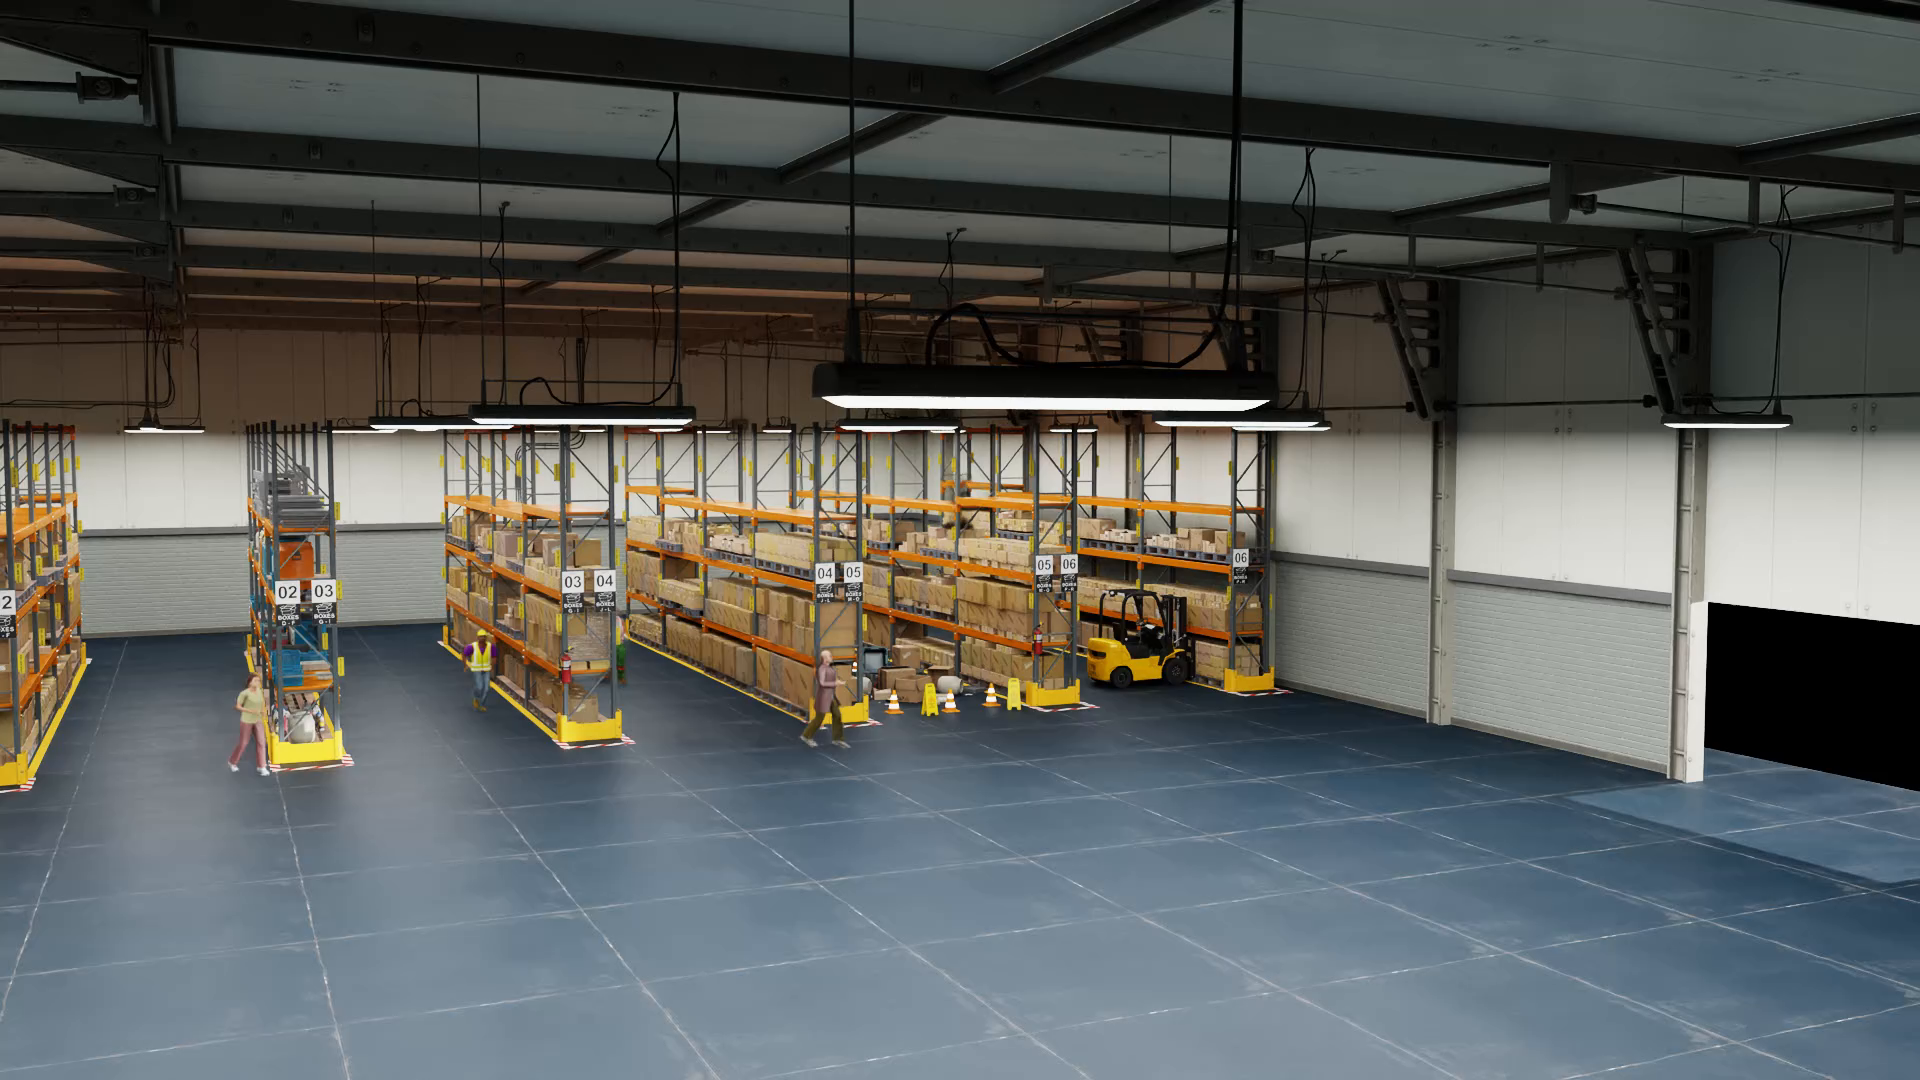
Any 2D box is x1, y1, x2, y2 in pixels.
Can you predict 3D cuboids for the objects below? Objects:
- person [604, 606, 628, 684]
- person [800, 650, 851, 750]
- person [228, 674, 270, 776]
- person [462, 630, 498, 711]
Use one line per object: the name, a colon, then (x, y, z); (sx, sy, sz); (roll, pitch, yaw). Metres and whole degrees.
person: (-7.990, 2.408, 38.503); (0.676, 1.795, 0.972); (-3, 5, -38)
person: (-2.478, 2.921, 30.340); (0.946, 1.823, 0.696); (1, 4, 17)
person: (-12.001, 3.116, 28.191); (0.842, 1.708, 0.613); (2, 4, 30)
person: (-9.898, 2.706, 34.401); (0.696, 1.710, 0.649); (-2, 4, -29)
